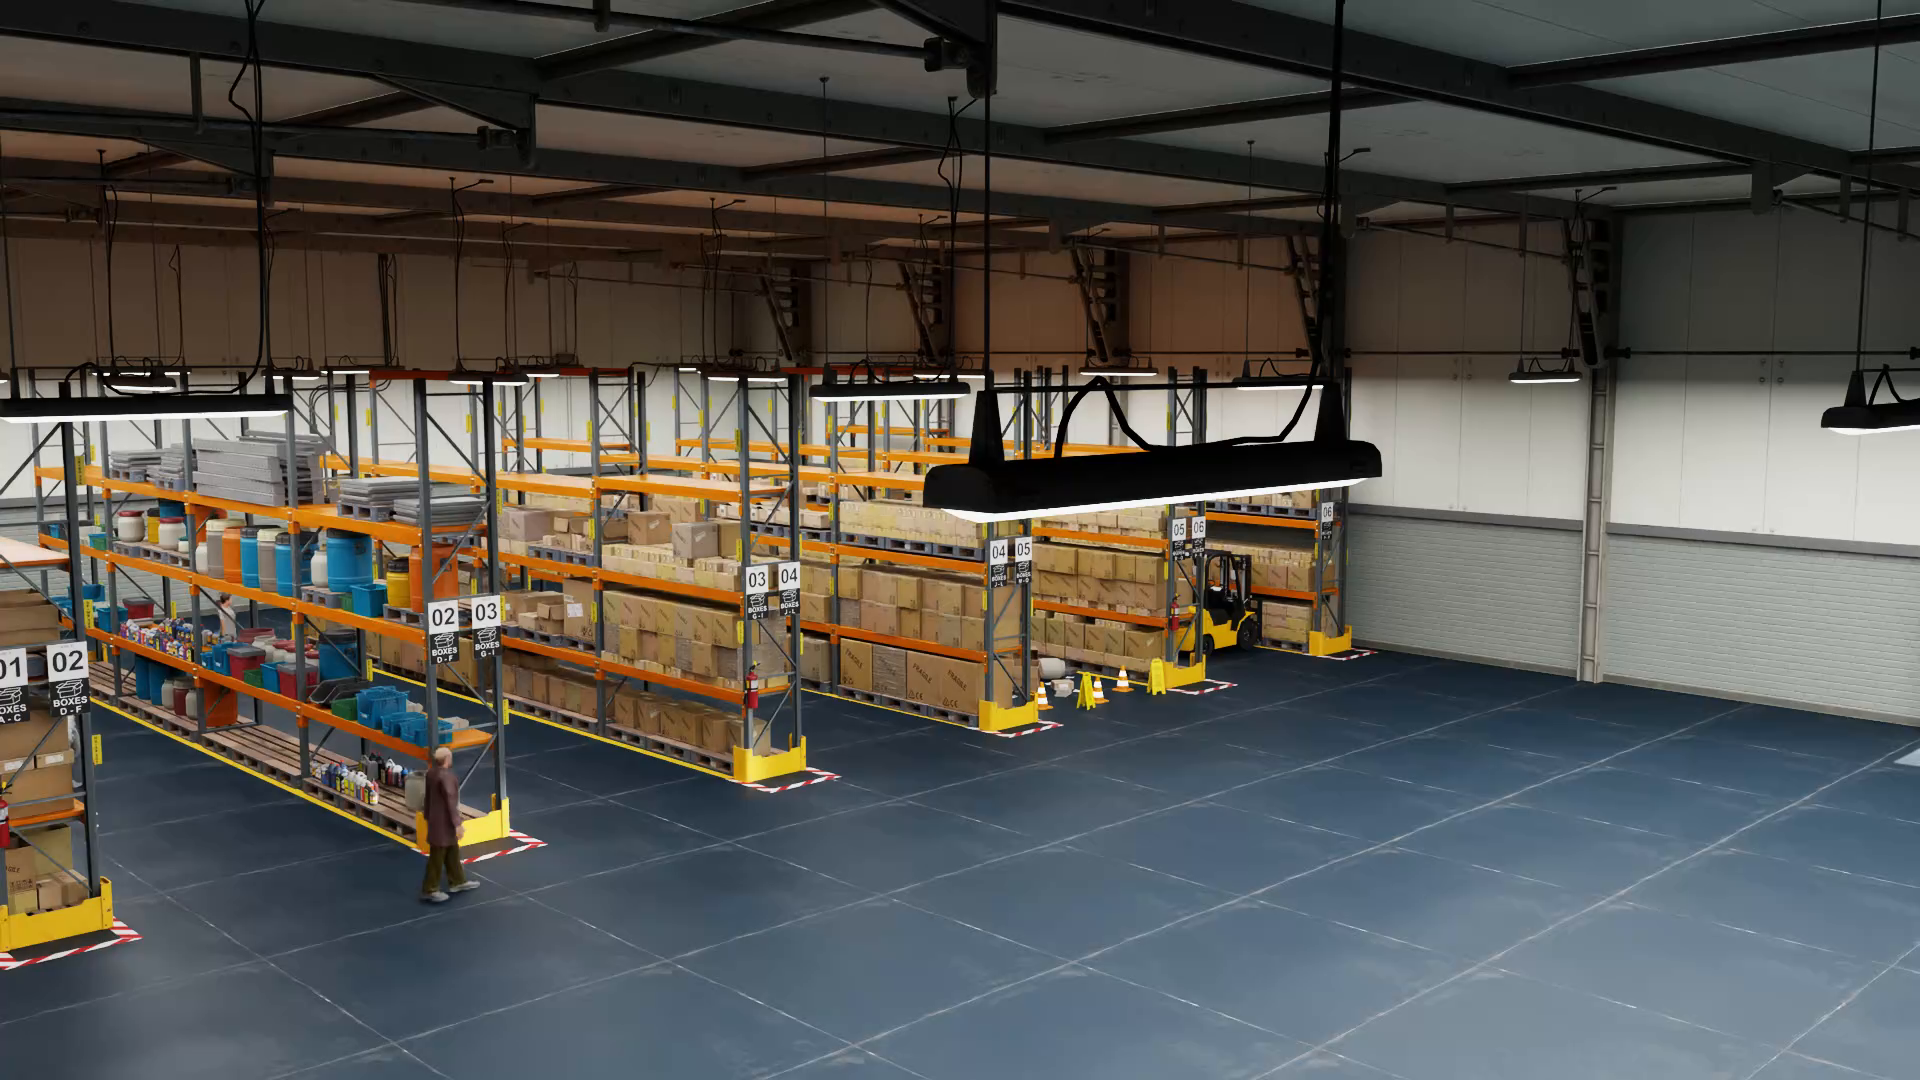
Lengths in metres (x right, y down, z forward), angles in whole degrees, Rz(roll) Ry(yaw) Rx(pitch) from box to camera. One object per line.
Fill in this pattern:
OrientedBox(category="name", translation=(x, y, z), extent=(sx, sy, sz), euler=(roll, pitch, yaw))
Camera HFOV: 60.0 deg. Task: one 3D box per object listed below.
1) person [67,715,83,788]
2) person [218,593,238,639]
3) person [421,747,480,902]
OrientedBox(category="person", translation=(-13.032, 2.779, 24.245), extent=(0.370, 1.693, 0.524), euler=(-2, 7, -16))
OrientedBox(category="person", translation=(-14.301, 1.852, 32.429), extent=(0.509, 1.671, 0.499), euler=(2, 7, 19))
OrientedBox(category="person", translation=(-5.927, 3.277, 19.302), extent=(0.689, 1.767, 0.616), euler=(-3, 7, -22))
